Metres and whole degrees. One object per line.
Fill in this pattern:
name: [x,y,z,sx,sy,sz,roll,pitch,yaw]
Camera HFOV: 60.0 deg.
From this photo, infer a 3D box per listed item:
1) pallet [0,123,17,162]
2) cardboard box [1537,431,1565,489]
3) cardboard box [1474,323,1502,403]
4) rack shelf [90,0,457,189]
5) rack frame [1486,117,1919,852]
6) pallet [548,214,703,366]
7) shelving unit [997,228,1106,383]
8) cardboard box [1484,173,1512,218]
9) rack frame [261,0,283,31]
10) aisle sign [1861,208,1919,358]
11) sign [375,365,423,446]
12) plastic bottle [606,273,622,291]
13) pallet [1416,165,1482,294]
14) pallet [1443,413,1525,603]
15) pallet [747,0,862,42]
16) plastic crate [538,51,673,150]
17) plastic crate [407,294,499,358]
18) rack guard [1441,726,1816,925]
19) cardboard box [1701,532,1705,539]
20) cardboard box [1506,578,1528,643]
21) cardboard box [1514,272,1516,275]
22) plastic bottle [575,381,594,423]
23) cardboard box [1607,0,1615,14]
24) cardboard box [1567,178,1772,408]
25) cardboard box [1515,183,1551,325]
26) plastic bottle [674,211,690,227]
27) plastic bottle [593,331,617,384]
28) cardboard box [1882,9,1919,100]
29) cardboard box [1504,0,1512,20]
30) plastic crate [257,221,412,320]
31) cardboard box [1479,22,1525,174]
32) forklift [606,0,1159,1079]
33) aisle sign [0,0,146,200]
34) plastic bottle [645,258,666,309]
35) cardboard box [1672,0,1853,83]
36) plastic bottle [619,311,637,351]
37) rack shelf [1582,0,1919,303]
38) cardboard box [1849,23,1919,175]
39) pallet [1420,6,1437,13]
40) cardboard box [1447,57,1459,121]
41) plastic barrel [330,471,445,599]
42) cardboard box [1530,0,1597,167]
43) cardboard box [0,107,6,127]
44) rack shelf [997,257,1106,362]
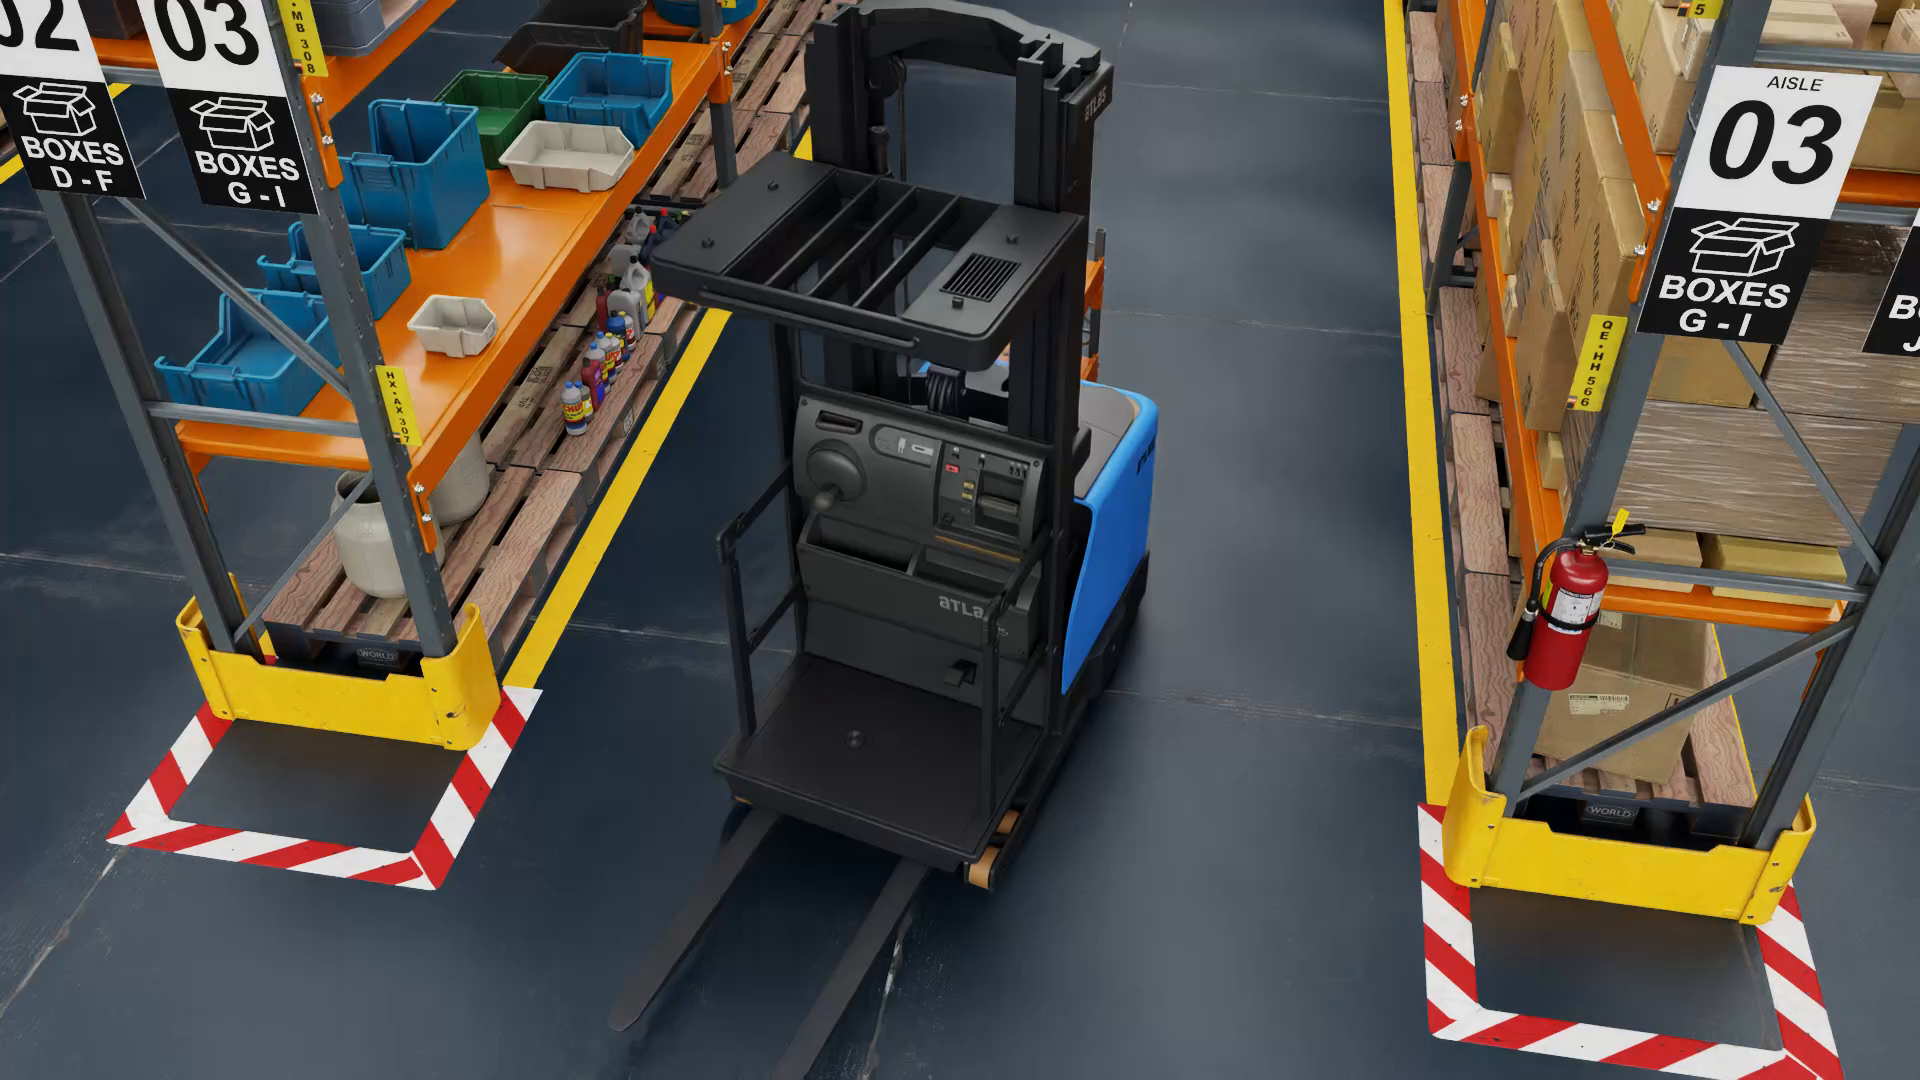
pallet: [-6.572,-2.869,11.055,1.003,0.211,1.213,6,40,8]
cardboard box: [2.285,-0.296,5.952,0.380,0.149,0.250,6,40,8]
cardboard box: [2.895,-0.974,8.206,0.500,0.500,0.500,19,43,21]
rack shelf: [-2.129,-2.552,6.693,1.077,0.370,4.000,6,40,8]
rack frame: [2.403,0.128,5.241,1.000,3.000,0.127,6,40,8]
pallet: [-1.941,-1.437,9.322,1.003,0.211,1.213,6,40,8]
shelving unit: [0.277,-0.744,7.768,0.538,1.125,1.048,12,41,14]
cardboard box: [2.572,-1.558,7.478,0.380,0.149,0.250,6,40,8]
rack frame: [-2.476,-2.730,3.990,1.000,3.000,0.127,6,40,8]
aisle sign: [2.687,-0.802,4.326,0.394,0.787,0.004,6,40,8]
sign: [-1.934,-0.462,5.737,0.100,0.325,0.005,6,40,8]
plastic bottle: [-1.805,-1.287,8.740,0.061,0.283,0.133,6,40,8]
pallet: [3.228,-1.797,9.757,1.003,0.211,1.213,6,40,8]
pallet: [2.805,-0.115,7.723,1.003,0.211,1.213,6,40,8]
pallet: [-1.263,-3.882,12.280,1.003,0.211,1.213,6,40,8]
plastic crate: [-1.707,-2.147,8.109,0.499,0.251,0.616,6,40,8]
plastic crate: [-2.004,-0.843,6.622,0.298,0.136,0.250,6,40,8]
rack guard: [2.416,1.044,6.096,1.175,0.500,0.348,6,40,8]
cardboard box: [2.749,-0.083,5.693,0.380,0.149,0.250,6,40,8]
cardboard box: [2.597,0.160,6.834,0.500,0.500,0.500,17,42,19]
cardboard box: [2.516,-1.079,6.898,0.380,0.149,0.250,6,40,8]
plastic bottle: [-1.837,-0.678,8.067,0.097,0.201,0.097,0,40,0]
cardboard box: [2.416,-1.935,5.500,0.500,0.250,0.500,7,40,9]
cardboard box: [2.254,-0.783,5.247,0.500,0.500,0.500,6,40,8]
cardboard box: [2.622,-1.004,6.298,0.875,0.500,0.500,6,40,8]
plastic bottle: [-1.542,-1.713,9.254,0.061,0.283,0.133,8,40,10]
plastic bottle: [-1.778,-0.918,8.302,0.097,0.271,0.097,0,40,0]
cardboard box: [2.678,-1.271,4.384,0.380,0.149,0.250,6,40,7]
cardboard box: [2.767,-2.667,7.525,0.500,0.500,0.500,6,40,8]
plastic crate: [-2.566,-1.115,6.861,0.499,0.251,0.408,6,40,8]
cardboard box: [2.835,-1.950,7.443,0.875,0.500,0.500,6,40,8]
forklift: [-0.241,-0.152,5.634,1.130,2.935,3.031,16,42,18]
aisle sign: [-2.781,-1.408,5.059,0.394,0.787,0.004,6,40,8]
plastic bottle: [-1.631,-1.388,8.861,0.061,0.283,0.133,9,40,11]
cardboard box: [2.143,-1.333,4.459,0.380,0.149,0.250,6,40,8]
plastic bottle: [-1.726,-1.082,8.555,0.097,0.201,0.097,0,40,0]
rack shelf: [2.749,-2.006,6.033,1.077,0.370,4.000,6,40,8]
cardboard box: [2.741,-1.244,4.665,0.500,0.250,0.500,8,40,9]
pallet: [3.998,-4.305,12.791,1.003,0.211,1.213,6,40,8]
cardboard box: [3.516,-2.970,10.605,0.700,0.500,0.500,10,41,11]
plastic barrel: [-2.437,-0.043,7.071,0.421,0.512,0.421,0,40,0]
cardboard box: [2.519,-1.724,6.384,0.500,0.500,0.500,6,40,8]
cardboard box: [-6.348,-2.805,10.617,0.500,0.250,0.500,5,40,7]
rack shelf: [0.277,-0.970,7.581,0.538,0.278,1.000,12,41,14]
